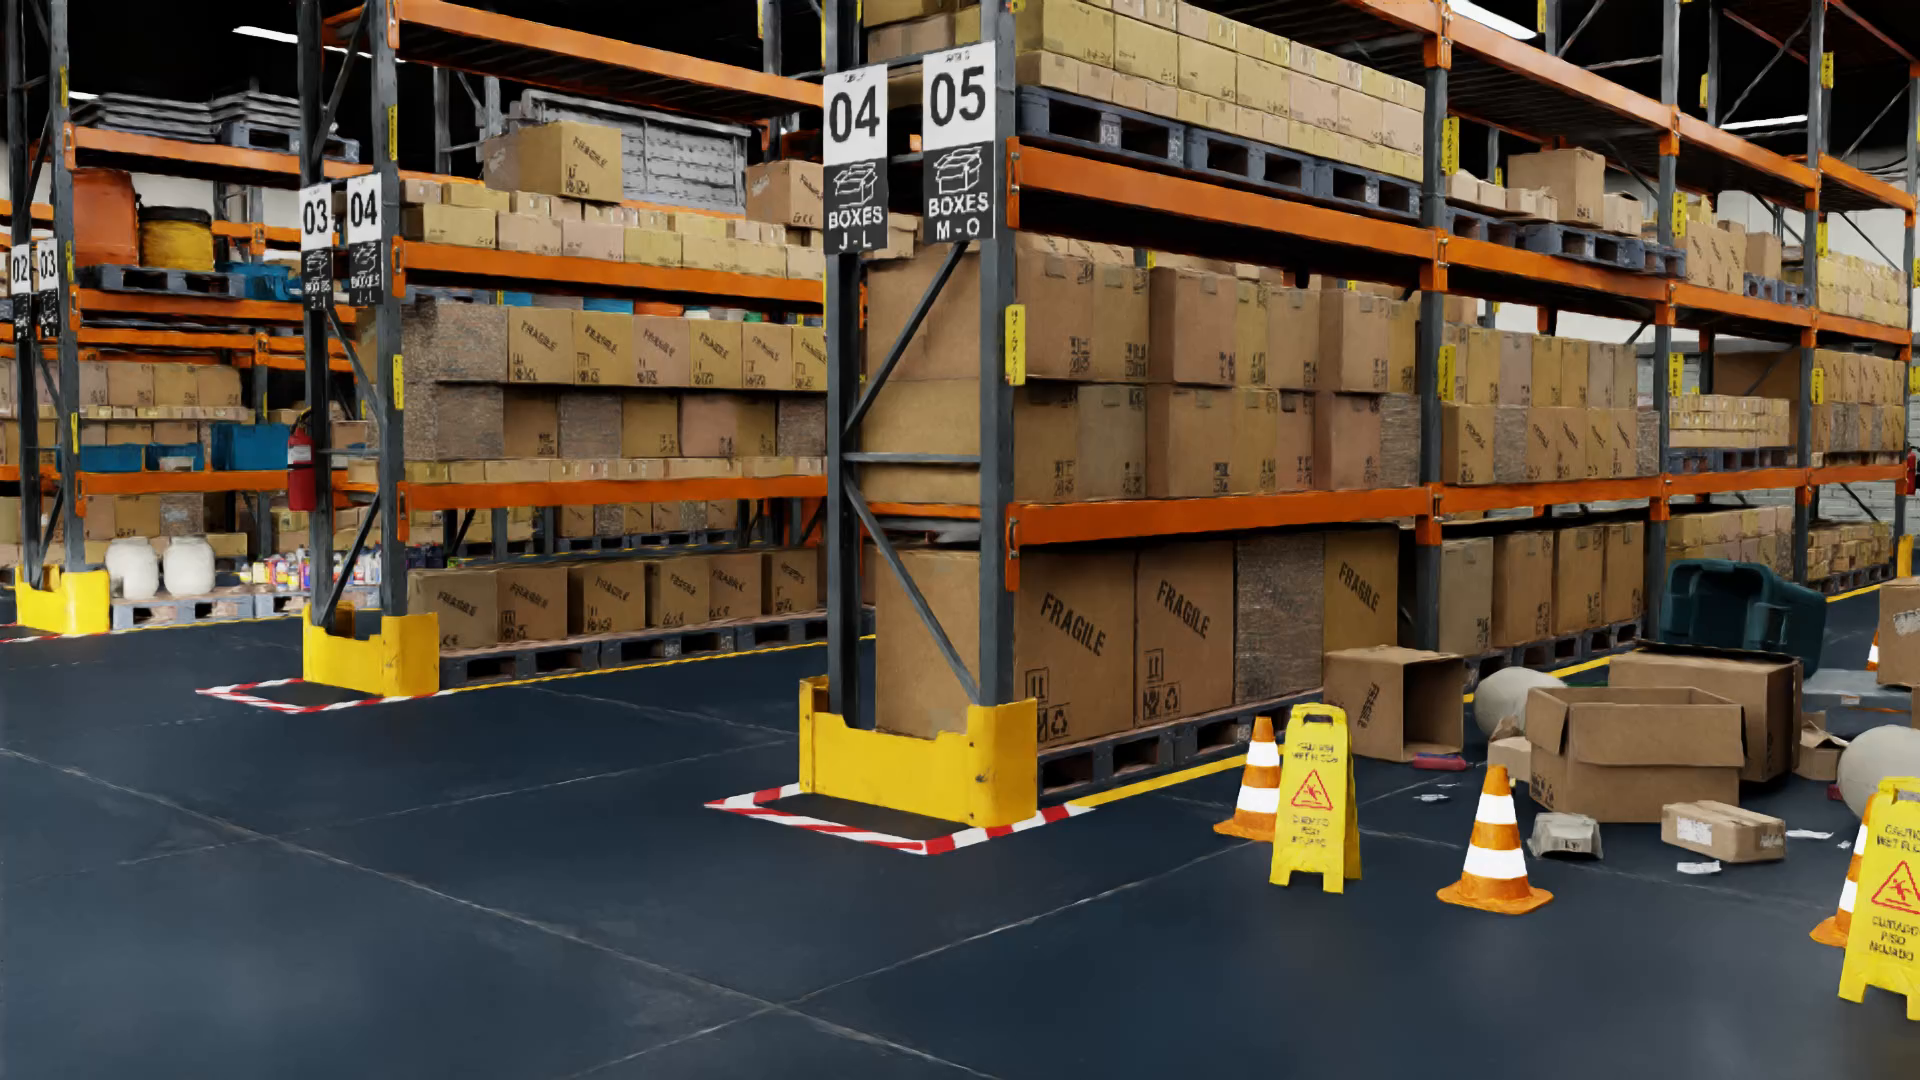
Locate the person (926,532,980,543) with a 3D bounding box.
[{"bbox_3d":[0.027,-0.097,12.837,0.638,1.755,0.577,-1,4,-19],"label":"person"}]
